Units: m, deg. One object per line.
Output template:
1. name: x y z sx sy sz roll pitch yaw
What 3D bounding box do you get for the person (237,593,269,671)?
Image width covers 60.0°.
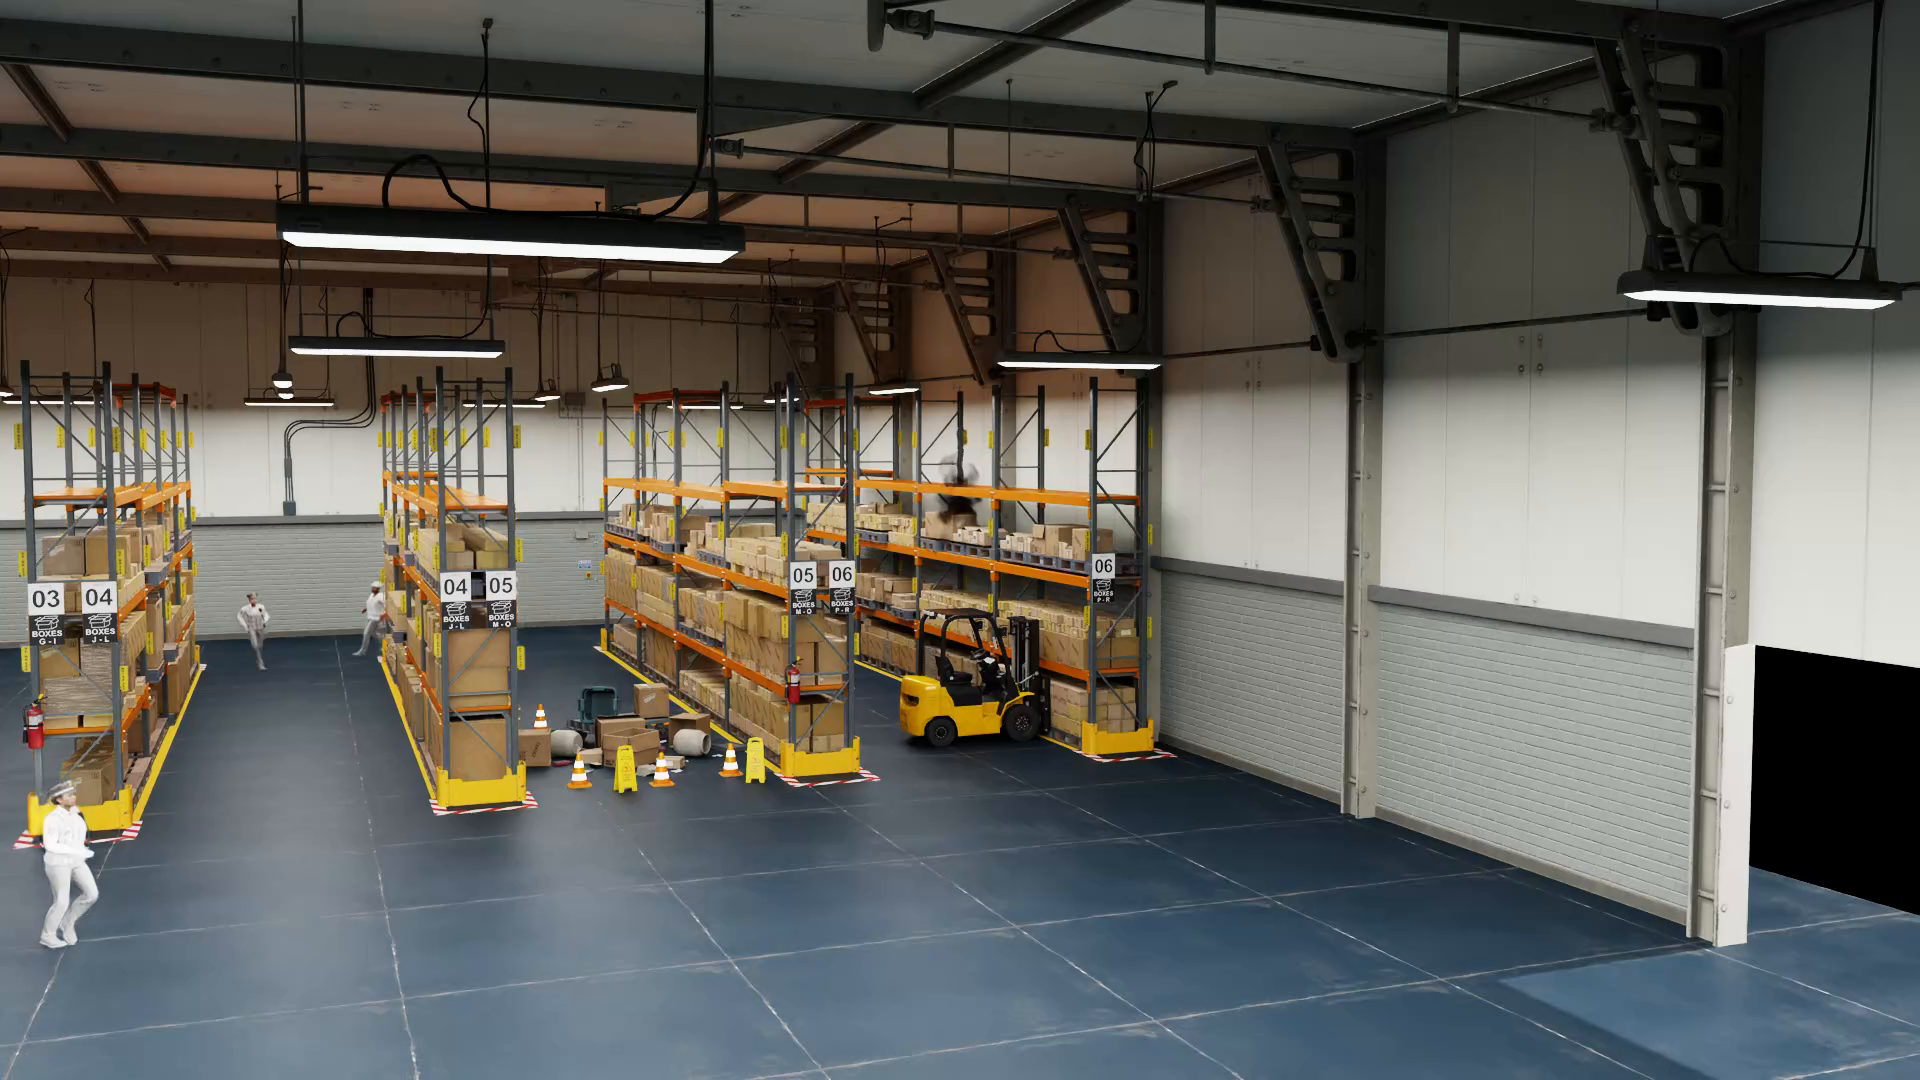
1. person: -15.462 1.979 36.399 0.646 1.689 0.815 -2 4 -29

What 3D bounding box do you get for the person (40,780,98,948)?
1. person: -8.749 3.187 16.361 0.624 1.663 0.640 1 3 8

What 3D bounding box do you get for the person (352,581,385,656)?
1. person: -13.553 1.809 38.485 0.962 1.729 0.764 -3 5 -44
